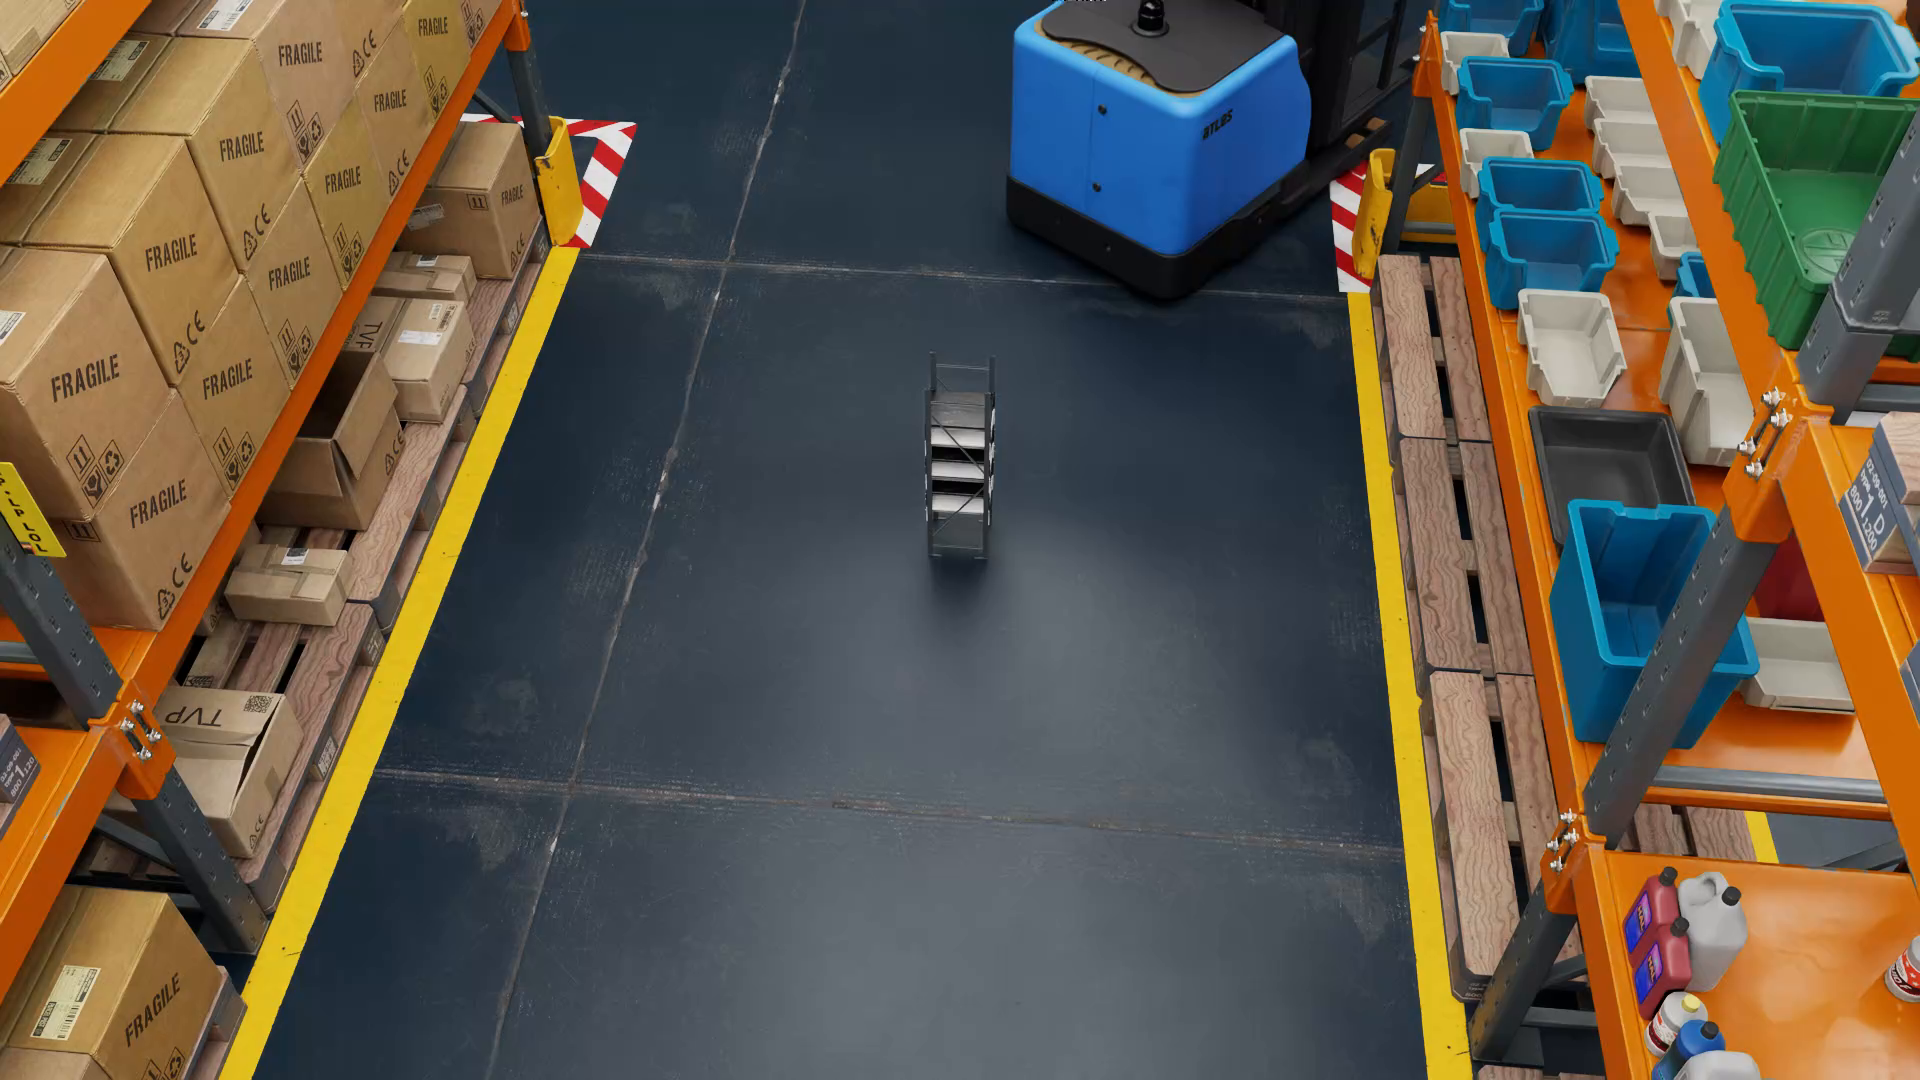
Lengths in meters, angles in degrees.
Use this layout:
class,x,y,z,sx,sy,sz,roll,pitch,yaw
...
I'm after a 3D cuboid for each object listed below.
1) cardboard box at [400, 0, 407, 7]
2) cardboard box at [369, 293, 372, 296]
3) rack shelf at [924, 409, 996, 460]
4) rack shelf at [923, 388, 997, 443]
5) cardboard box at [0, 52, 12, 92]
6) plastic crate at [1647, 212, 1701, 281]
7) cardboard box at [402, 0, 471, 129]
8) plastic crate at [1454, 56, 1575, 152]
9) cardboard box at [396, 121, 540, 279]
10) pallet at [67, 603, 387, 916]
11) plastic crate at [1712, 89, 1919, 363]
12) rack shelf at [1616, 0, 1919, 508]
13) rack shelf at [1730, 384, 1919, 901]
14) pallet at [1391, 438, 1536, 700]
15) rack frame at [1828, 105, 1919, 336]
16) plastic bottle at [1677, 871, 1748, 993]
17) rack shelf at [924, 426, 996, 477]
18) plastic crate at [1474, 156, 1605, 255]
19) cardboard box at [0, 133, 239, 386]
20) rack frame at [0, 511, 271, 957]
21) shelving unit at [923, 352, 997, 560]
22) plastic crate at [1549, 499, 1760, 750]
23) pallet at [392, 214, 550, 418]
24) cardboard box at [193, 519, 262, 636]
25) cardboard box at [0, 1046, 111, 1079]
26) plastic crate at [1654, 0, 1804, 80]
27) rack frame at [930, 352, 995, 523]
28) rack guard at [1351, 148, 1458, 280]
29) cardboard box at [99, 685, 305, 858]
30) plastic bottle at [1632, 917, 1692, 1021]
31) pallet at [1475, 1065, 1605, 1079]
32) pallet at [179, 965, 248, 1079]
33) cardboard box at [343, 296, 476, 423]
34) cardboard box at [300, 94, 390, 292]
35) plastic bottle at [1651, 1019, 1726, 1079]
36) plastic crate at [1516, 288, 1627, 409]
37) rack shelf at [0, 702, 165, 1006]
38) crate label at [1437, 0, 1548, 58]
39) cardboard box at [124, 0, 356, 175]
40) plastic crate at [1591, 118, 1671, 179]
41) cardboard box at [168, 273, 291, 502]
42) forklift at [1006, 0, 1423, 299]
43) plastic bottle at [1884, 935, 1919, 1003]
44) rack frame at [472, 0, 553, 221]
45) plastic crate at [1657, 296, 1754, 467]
class,x,y,z,sx,sy,sz,roll,pitch,yaw
cardboard box,-2.261,-2.309,6.084,0.500,0.500,0.500,5,48,5
cardboard box,-2.827,-1.128,7.314,0.500,0.250,0.500,4,48,4
rack shelf,0.001,-0.409,6.315,0.258,0.077,0.200,4,48,4
rack shelf,0.001,-0.469,6.249,0.258,0.077,0.200,4,48,4
cardboard box,-2.523,-1.018,3.717,0.500,0.250,0.500,4,48,4
plastic crate,2.539,-1.002,5.772,0.298,0.136,0.250,4,48,4
cardboard box,-2.263,-1.960,6.442,0.500,0.500,0.500,4,48,4
plastic crate,2.073,-1.640,6.290,0.416,0.233,0.300,4,48,4
cardboard box,-2.253,-1.544,7.525,0.500,0.500,0.500,4,48,4
pallet,-2.750,0.721,5.948,1.003,0.211,1.213,4,48,4
plastic crate,1.856,-0.652,3.425,0.450,0.188,0.662,4,48,4
rack shelf,2.301,-1.619,4.653,1.077,0.370,4.000,4,48,4
rack shelf,1.936,1.320,1.964,1.077,0.370,4.000,4,48,4
pallet,2.256,0.119,6.498,1.003,0.211,1.213,4,48,4
rack frame,2.119,-1.405,1.936,1.000,3.000,0.127,4,48,4
plastic bottle,1.760,0.903,3.924,0.144,0.351,0.185,4,48,4
rack shelf,0.001,-0.348,6.382,0.258,0.077,0.200,4,48,4
plastic crate,2.013,-1.156,5.847,0.416,0.233,0.300,4,48,4
cardboard box,-2.444,-0.793,4.697,0.500,0.500,0.500,3,48,2
rack frame,-2.814,0.284,4.457,1.000,3.000,0.127,4,48,4
shelving unit,0.001,-0.310,6.423,0.258,0.900,0.210,4,48,4
plastic crate,1.822,0.239,4.468,0.392,0.384,0.575,4,48,4
pallet,-2.528,-1.072,7.588,1.003,0.211,1.213,4,48,4
cardboard box,-2.976,0.054,6.191,0.500,0.311,0.500,4,48,4
cardboard box,-2.627,1.724,4.536,0.500,0.500,0.500,4,48,4
plastic crate,1.856,-1.263,4.019,0.293,0.136,0.466,4,48,4
rack frame,0.010,-0.384,6.492,0.240,0.900,0.006,4,48,4
rack guard,2.473,-1.494,7.778,1.175,0.500,0.348,4,48,4
cardboard box,-2.560,0.749,5.556,0.500,0.311,0.500,4,48,4
plastic bottle,1.648,0.998,3.883,0.061,0.283,0.133,4,48,4
pallet,2.007,2.126,4.663,1.003,0.211,1.213,4,48,4
pallet,-2.850,1.826,4.937,1.003,0.211,1.213,4,48,4
cardboard box,-2.370,-0.763,6.981,0.500,0.250,0.500,4,48,4
cardboard box,-2.360,-1.223,5.768,0.500,0.500,0.500,3,48,3
plastic bottle,1.647,1.160,3.743,0.097,0.271,0.097,0,48,0
plastic crate,1.978,-0.611,5.414,0.293,0.136,0.466,4,48,4
rack shelf,-2.996,1.997,3.378,1.077,0.370,4.000,4,48,4
crate label,2.133,-2.124,6.732,0.416,0.233,0.303,4,48,4
cardboard box,-2.351,-1.551,5.390,0.500,0.500,0.500,5,48,5
plastic crate,2.548,-1.427,6.160,0.396,0.136,0.243,4,48,4
cardboard box,-2.452,-0.482,5.090,0.500,0.500,0.500,5,48,4
forklift,1.576,-3.113,7.611,1.130,2.935,3.031,33,56,27
plastic bottle,2.279,1.004,3.934,0.097,0.201,0.097,0,48,0
rack frame,-2.449,-2.655,7.146,1.000,3.000,0.127,4,48,4
plastic crate,2.441,-0.470,5.186,0.437,0.282,0.530,4,48,4
